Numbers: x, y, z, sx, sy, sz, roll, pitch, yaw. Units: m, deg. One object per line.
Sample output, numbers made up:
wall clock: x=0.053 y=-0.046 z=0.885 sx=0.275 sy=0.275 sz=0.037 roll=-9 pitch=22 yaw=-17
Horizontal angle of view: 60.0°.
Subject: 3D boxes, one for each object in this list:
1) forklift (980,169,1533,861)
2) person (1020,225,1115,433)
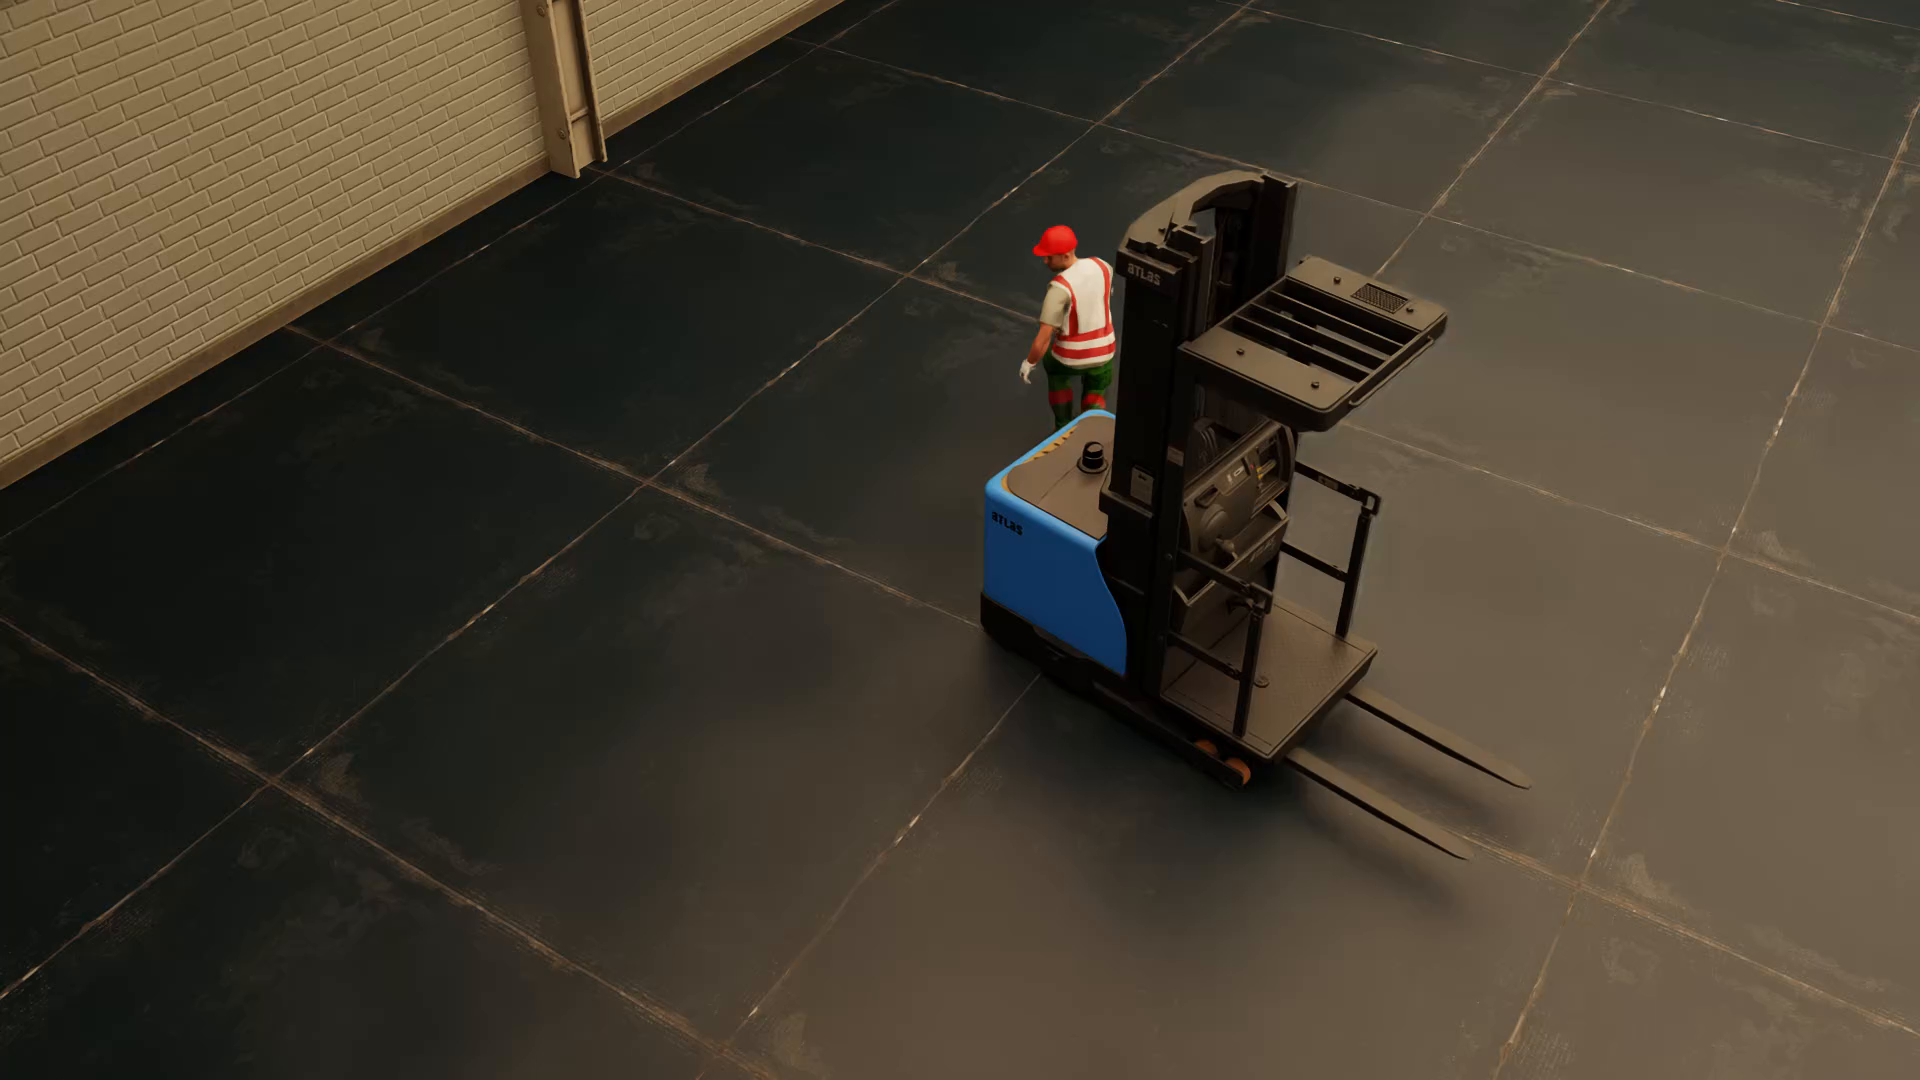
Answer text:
forklift: x=1.554 y=-0.205 z=8.209 sx=3.031 sy=2.935 sz=1.130 roll=30 pitch=49 yaw=30
person: x=0.703 y=-1.211 z=10.482 sx=0.710 sy=1.559 sz=0.725 roll=-12 pitch=42 yaw=-14
